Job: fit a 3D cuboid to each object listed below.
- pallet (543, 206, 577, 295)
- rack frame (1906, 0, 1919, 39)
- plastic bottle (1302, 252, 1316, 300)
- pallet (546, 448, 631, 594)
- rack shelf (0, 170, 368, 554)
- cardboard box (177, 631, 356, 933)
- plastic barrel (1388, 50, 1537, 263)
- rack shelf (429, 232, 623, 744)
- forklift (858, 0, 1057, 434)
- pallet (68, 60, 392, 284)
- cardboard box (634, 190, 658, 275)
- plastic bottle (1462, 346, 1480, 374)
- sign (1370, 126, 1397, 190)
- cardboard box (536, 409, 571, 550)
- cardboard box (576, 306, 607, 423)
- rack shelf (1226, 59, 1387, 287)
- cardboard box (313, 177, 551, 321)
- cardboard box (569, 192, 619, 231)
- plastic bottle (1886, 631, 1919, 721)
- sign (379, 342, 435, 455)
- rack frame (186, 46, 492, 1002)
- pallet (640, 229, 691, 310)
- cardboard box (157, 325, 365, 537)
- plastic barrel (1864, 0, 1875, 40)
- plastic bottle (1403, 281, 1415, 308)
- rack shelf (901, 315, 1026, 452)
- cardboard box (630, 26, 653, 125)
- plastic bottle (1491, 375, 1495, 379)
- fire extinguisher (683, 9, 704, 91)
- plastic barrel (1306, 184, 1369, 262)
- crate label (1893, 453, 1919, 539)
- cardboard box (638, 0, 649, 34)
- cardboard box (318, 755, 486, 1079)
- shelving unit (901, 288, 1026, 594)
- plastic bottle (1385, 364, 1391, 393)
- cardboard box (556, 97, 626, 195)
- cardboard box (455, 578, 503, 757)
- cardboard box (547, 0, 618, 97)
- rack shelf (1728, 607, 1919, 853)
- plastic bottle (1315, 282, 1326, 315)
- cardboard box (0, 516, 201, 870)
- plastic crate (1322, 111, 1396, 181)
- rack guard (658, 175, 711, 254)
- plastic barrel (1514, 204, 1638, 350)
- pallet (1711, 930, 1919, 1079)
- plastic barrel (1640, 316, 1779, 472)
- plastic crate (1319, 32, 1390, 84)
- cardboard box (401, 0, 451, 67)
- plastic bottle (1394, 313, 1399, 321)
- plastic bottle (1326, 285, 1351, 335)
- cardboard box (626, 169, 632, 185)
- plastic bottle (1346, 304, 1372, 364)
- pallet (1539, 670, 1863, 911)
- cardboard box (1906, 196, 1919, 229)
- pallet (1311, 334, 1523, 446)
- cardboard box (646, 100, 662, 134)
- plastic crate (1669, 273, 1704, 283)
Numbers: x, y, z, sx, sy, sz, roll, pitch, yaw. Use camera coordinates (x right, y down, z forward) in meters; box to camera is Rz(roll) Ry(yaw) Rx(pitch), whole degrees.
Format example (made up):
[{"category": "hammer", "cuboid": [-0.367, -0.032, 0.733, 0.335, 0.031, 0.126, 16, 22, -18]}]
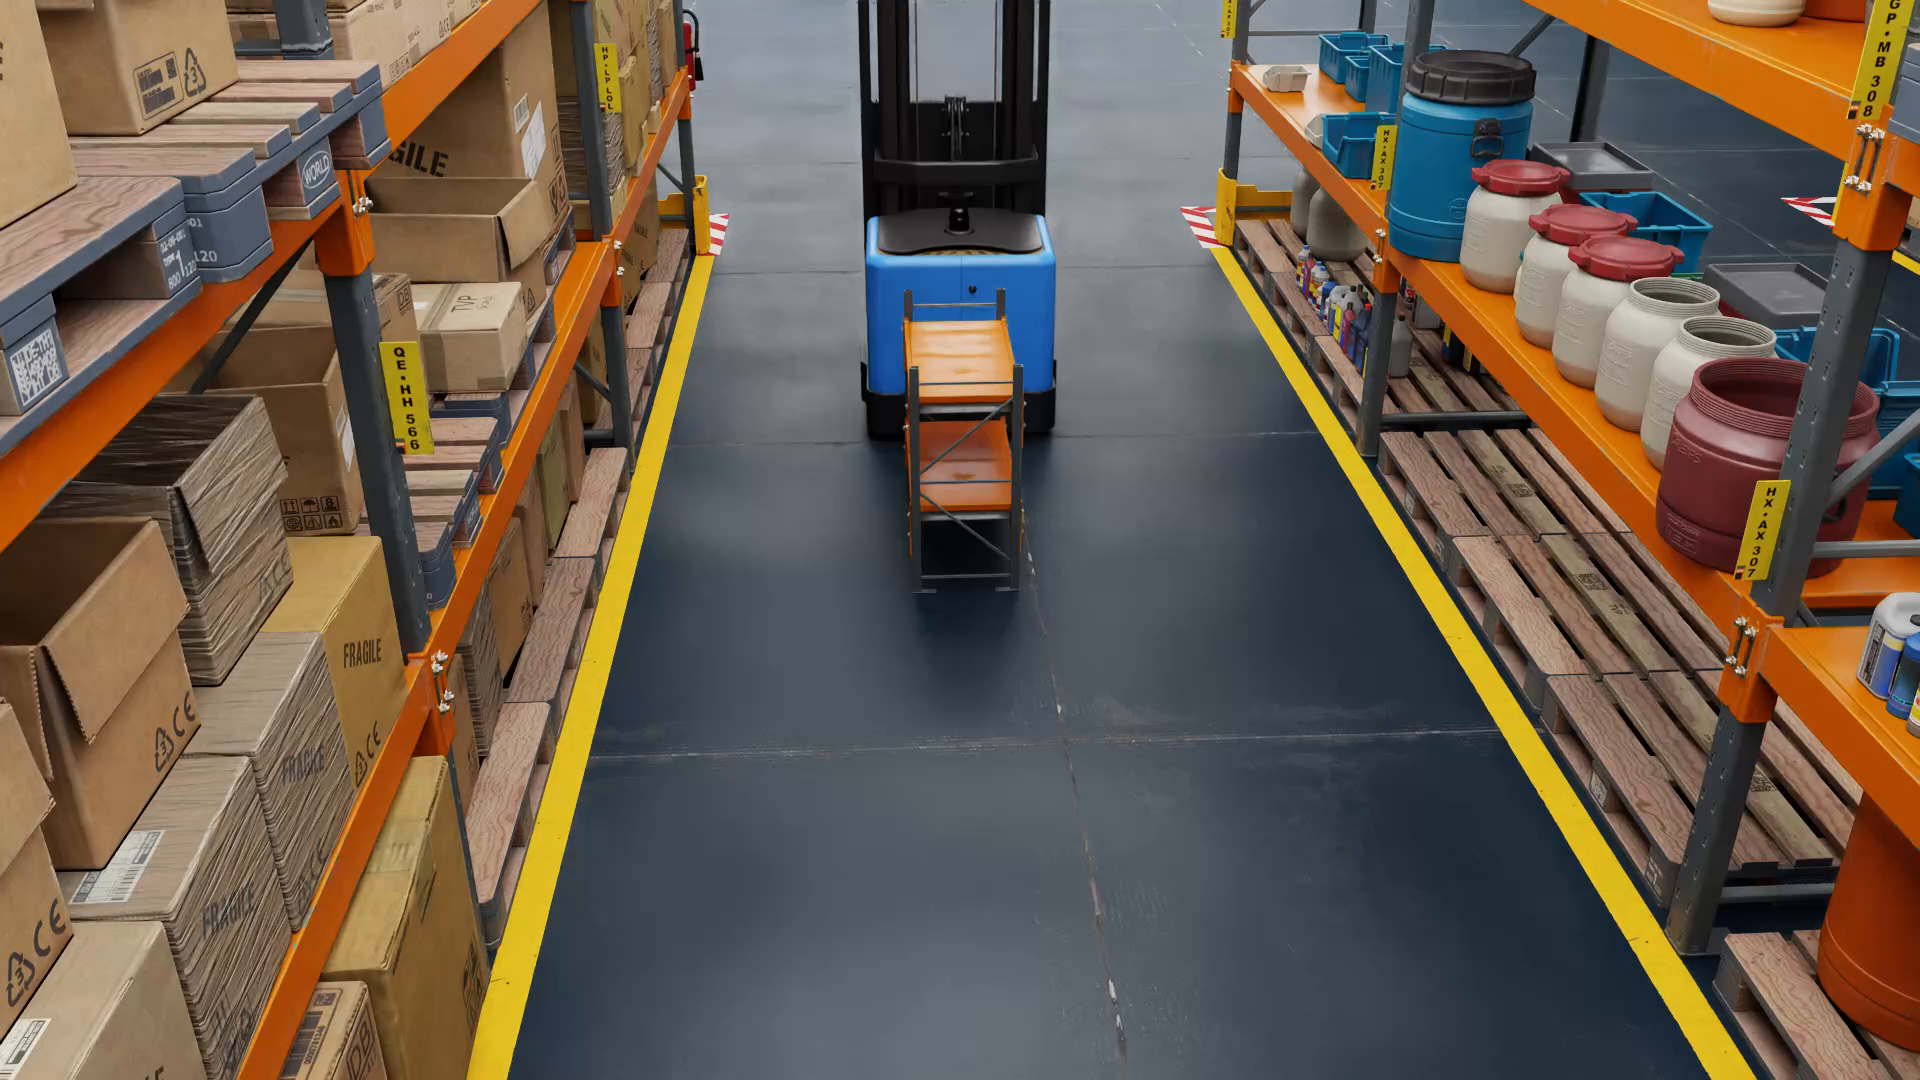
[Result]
[{"category": "pallet", "cuboid": [-2.358, -1.257, 7.624, 1.003, 0.211, 1.213, -1, 28, -3]}, {"category": "rack frame", "cuboid": [2.903, -2.631, 3.563, 1.000, 3.000, 0.127, -1, 28, -3]}, {"category": "plastic bottle", "cuboid": [2.262, -1.706, 10.739, 0.061, 0.283, 0.133, -1, 28, -2]}, {"category": "pallet", "cuboid": [-2.210, -0.103, 8.218, 1.003, 0.211, 1.213, -1, 28, -3]}, {"category": "rack shelf", "cuboid": [-1.939, 0.061, 2.423, 1.077, 0.370, 4.000, -1, 28, -3]}, {"category": "cardboard box", "cuboid": [-1.750, 0.557, 3.831, 0.500, 0.500, 0.500, -2, 28, -3]}, {"category": "plastic barrel", "cuboid": [2.412, -1.855, 8.020, 0.600, 0.901, 0.708, -1, 28, -3]}, {"category": "rack shelf", "cuboid": [-2.148, -0.456, 6.658, 1.077, 0.370, 4.000, -1, 28, -3]}, {"category": "forklift", "cuboid": [-0.043, -2.527, 9.926, 1.130, 2.935, 3.031, -1, 28, -2]}, {"category": "pallet", "cuboid": [-1.957, -0.801, 3.504, 1.213, 0.211, 1.003, 0, 28, 0]}, {"category": "cardboard box", "cuboid": [-2.380, -2.060, 11.204, 0.500, 0.500, 0.500, 6, 28, 11]}, {"category": "plastic bottle", "cuboid": [2.965, -1.112, 9.601, 0.061, 0.283, 0.133, -1, 28, -3]}, {"category": "sign", "cuboid": [2.144, -1.933, 8.413, 0.100, 0.325, 0.005, -1, 28, -3]}, {"category": "cardboard box", "cuboid": [-2.236, -0.280, 7.771, 0.700, 0.500, 0.500, -2, 28, -3]}, {"category": "cardboard box", "cuboid": [-2.233, -0.962, 9.100, 0.500, 0.500, 0.500, -2, 28, -4]}, {"category": "rack shelf", "cuboid": [2.590, -2.423, 10.429, 1.077, 0.370, 4.000, -1, 28, -3]}, {"category": "cardboard box", "cuboid": [-2.069, -1.132, 6.611, 0.797, 0.503, 0.637, 1, 28, 3]}, {"category": "cardboard box", "cuboid": [-1.963, -1.694, 8.525, 0.380, 0.149, 0.250, -1, 28, -3]}, {"category": "plastic bottle", "cuboid": [2.581, 0.348, 4.478, 0.097, 0.271, 0.097, 0, 28, 0]}, {"category": "sign", "cuboid": [-1.489, -0.380, 4.482, 0.100, 0.325, 0.005, -1, 28, -3]}, {"category": "rack frame", "cuboid": [-2.043, 0.149, 4.721, 1.000, 3.000, 0.127, -1, 28, -3]}, {"category": "pallet", "cuboid": [-2.450, -1.898, 11.661, 1.003, 0.211, 1.213, -1, 28, -3]}, {"category": "cardboard box", "cuboid": [-2.111, -0.330, 5.077, 0.500, 0.500, 0.500, -5, 28, -9]}, {"category": "plastic barrel", "cuboid": [3.077, -1.908, 4.878, 0.600, 0.901, 0.600, 0, 28, 0]}, {"category": "plastic bottle", "cuboid": [2.888, -1.589, 10.604, 0.097, 0.201, 0.097, 0, 28, 0]}, {"category": "rack shelf", "cuboid": [0.000, -0.755, 7.849, 0.538, 0.278, 1.000, -1, 28, -3]}, {"category": "cardboard box", "cuboid": [-2.316, -2.776, 9.899, 0.875, 0.500, 0.500, -1, 28, -3]}, {"category": "plastic bottle", "cuboid": [3.105, -1.024, 9.520, 0.097, 0.201, 0.097, 0, 28, 0]}, {"category": "fire extinguisher", "cuboid": [-2.007, -3.575, 11.945, 0.296, 0.674, 0.183, -1, 28, -3]}, {"category": "plastic barrel", "cuboid": [2.622, -2.215, 11.489, 0.421, 0.512, 0.421, 0, 28, 0]}, {"category": "crate label", "cuboid": [3.255, -0.100, 5.380, 0.303, 0.233, 0.416, -1, 28, -3]}, {"category": "cardboard box", "cuboid": [-2.112, -3.224, 9.678, 0.500, 0.500, 0.500, -1, 28, -3]}, {"category": "cardboard box", "cuboid": [-2.028, 1.224, 4.503, 1.225, 0.875, 0.875, -3, 28, -5]}, {"category": "shelving unit", "cuboid": [0.000, -0.496, 7.984, 0.538, 1.125, 1.048, -1, 28, -3]}, {"category": "plastic bottle", "cuboid": [2.364, -0.932, 9.344, 0.097, 0.201, 0.097, 0, 28, 0]}, {"category": "cardboard box", "cuboid": [-2.214, -2.084, 8.572, 0.875, 0.500, 0.500, -1, 28, -3]}, {"category": "cardboard box", "cuboid": [-2.140, 0.497, 6.280, 0.700, 0.500, 0.500, -4, 28, -7]}, {"category": "cardboard box", "cuboid": [-2.022, -2.532, 8.350, 0.500, 0.500, 0.500, -1, 28, -3]}, {"category": "rack shelf", "cuboid": [3.007, 1.272, 3.346, 1.077, 0.370, 4.000, -1, 28, -3]}, {"category": "plastic bottle", "cuboid": [2.297, -1.525, 10.480, 0.097, 0.201, 0.097, 0, 28, 0]}, {"category": "cardboard box", "cuboid": [-1.990, 0.299, 3.241, 0.797, 0.503, 0.637, -1, 28, -1]}, {"category": "plastic crate", "cuboid": [2.365, -2.257, 9.494, 0.499, 0.251, 0.616, -1, 28, -3]}, {"category": "rack guard", "cuboid": [-2.457, -2.402, 12.315, 1.175, 0.500, 0.348, -1, 28, -3]}, {"category": "plastic barrel", "cuboid": [2.563, -1.092, 6.954, 0.433, 0.535, 0.433, 0, 28, 0]}, {"category": "pallet", "cuboid": [2.986, 1.629, 4.899, 1.003, 0.211, 1.213, -1, 28, -3]}, {"category": "plastic barrel", "cuboid": [2.636, -0.490, 5.826, 0.421, 0.512, 0.421, 0, 28, 0]}, {"category": "plastic crate", "cuboid": [2.810, -3.375, 11.639, 0.499, 0.251, 0.616, -1, 28, -3]}, {"category": "cardboard box", "cuboid": [-1.840, -1.575, 4.945, 0.500, 0.250, 0.500, -1, 28, -1]}, {"category": "plastic bottle", "cuboid": [2.509, -1.200, 9.776, 0.152, 0.276, 0.135, -1, 28, -3]}, {"category": "plastic bottle", "cuboid": [2.341, -1.409, 10.177, 0.152, 0.276, 0.135, -1, 28, -2]}, {"category": "cardboard box", "cuboid": [-2.026, -2.039, 9.188, 0.380, 0.149, 0.250, -1, 28, -3]}, {"category": "plastic bottle", "cuboid": [2.363, -1.218, 9.730, 0.144, 0.351, 0.185, -3, 28, -5]}, {"category": "pallet", "cuboid": [2.901, 0.907, 6.283, 1.003, 0.211, 1.213, -1, 28, -3]}, {"category": "cardboard box", "cuboid": [7.238, -2.497, 12.314, 0.500, 0.250, 0.500, -1, 28, -3]}, {"category": "pallet", "cuboid": [2.701, -0.893, 9.734, 1.003, 0.211, 1.213, -1, 28, -3]}, {"category": "cardboard box", "cuboid": [-2.057, -2.618, 10.297, 0.380, 0.149, 0.250, -1, 28, -3]}, {"category": "plastic crate", "cuboid": [3.067, -0.927, 7.012, 0.450, 0.188, 0.662, -1, 28, -3]}]
